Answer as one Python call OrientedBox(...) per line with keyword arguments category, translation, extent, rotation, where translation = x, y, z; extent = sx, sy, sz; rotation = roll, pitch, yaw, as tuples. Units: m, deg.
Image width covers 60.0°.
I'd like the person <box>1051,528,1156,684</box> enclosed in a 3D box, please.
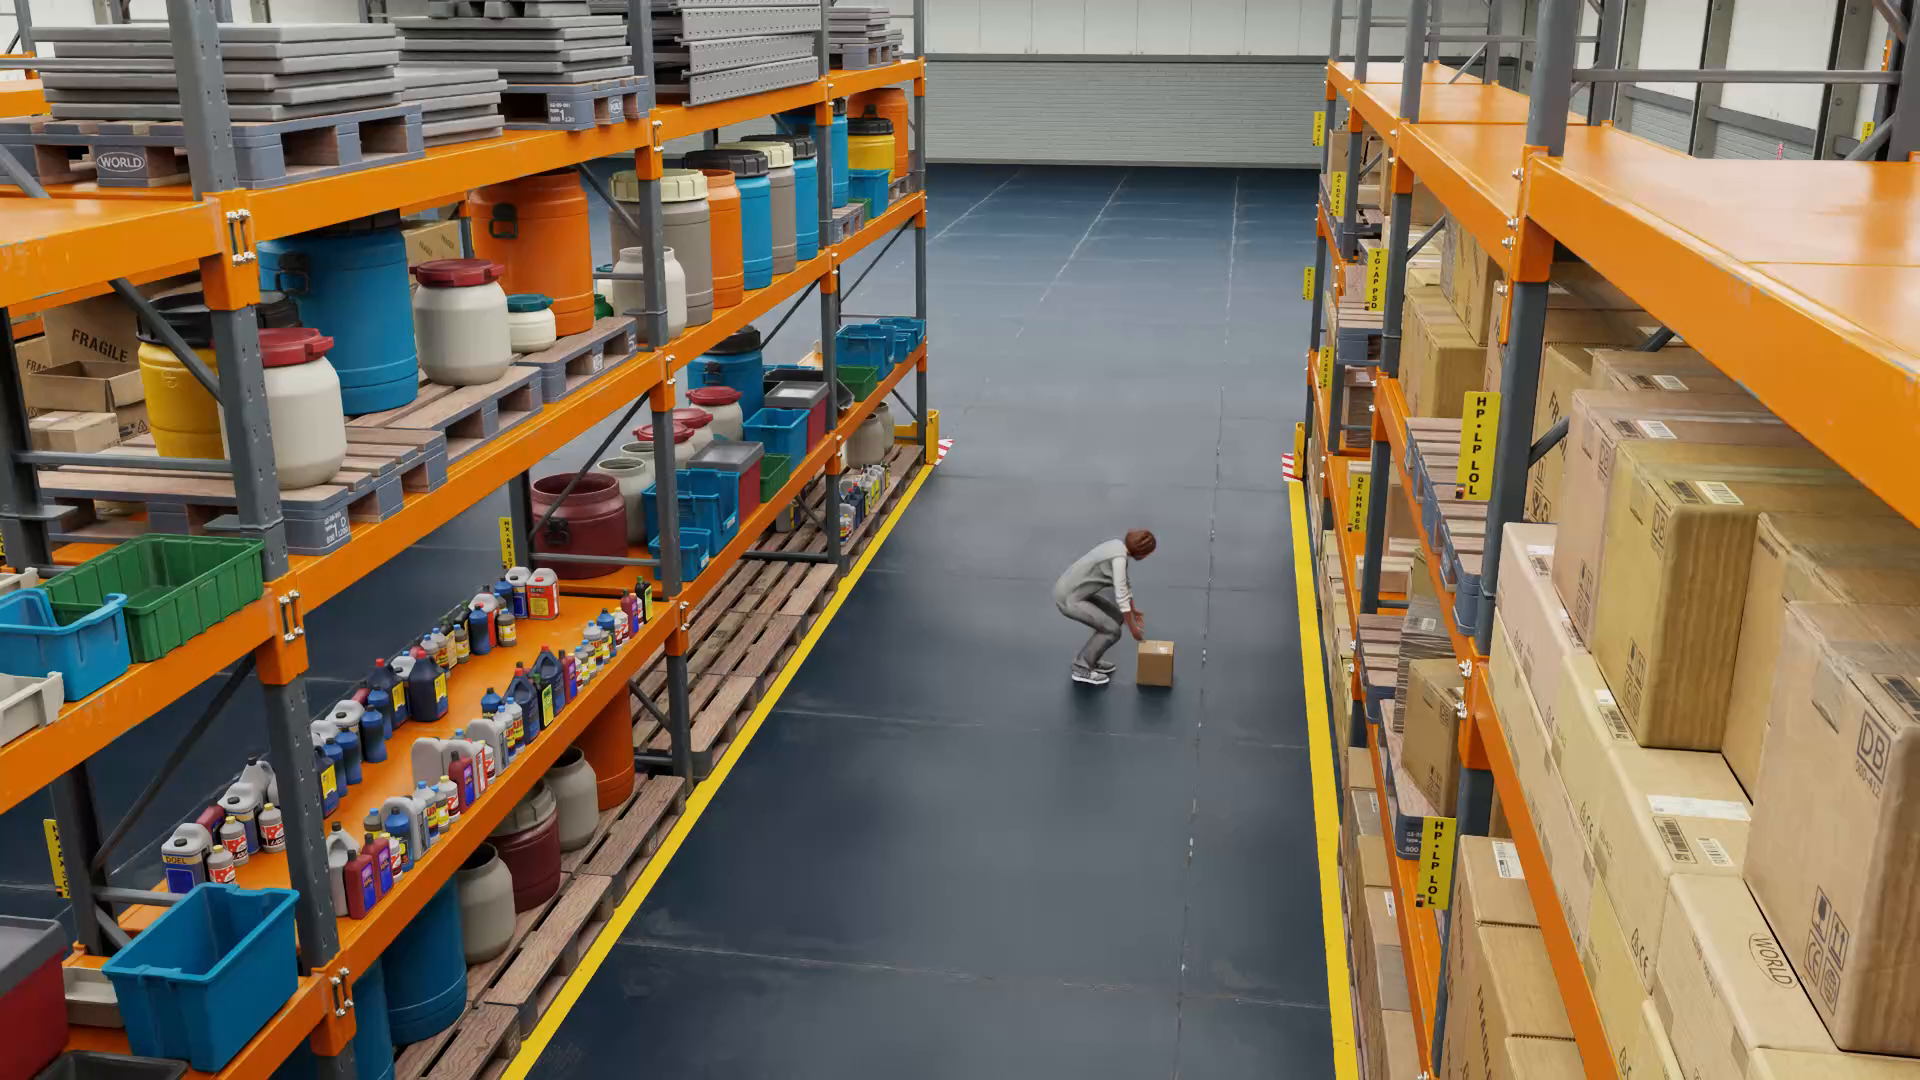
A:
OrientedBox(category="person", translation=(1.026, 0.454, 11.968), extent=(0.736, 1.115, 0.463), rotation=(3, 18, 9))
